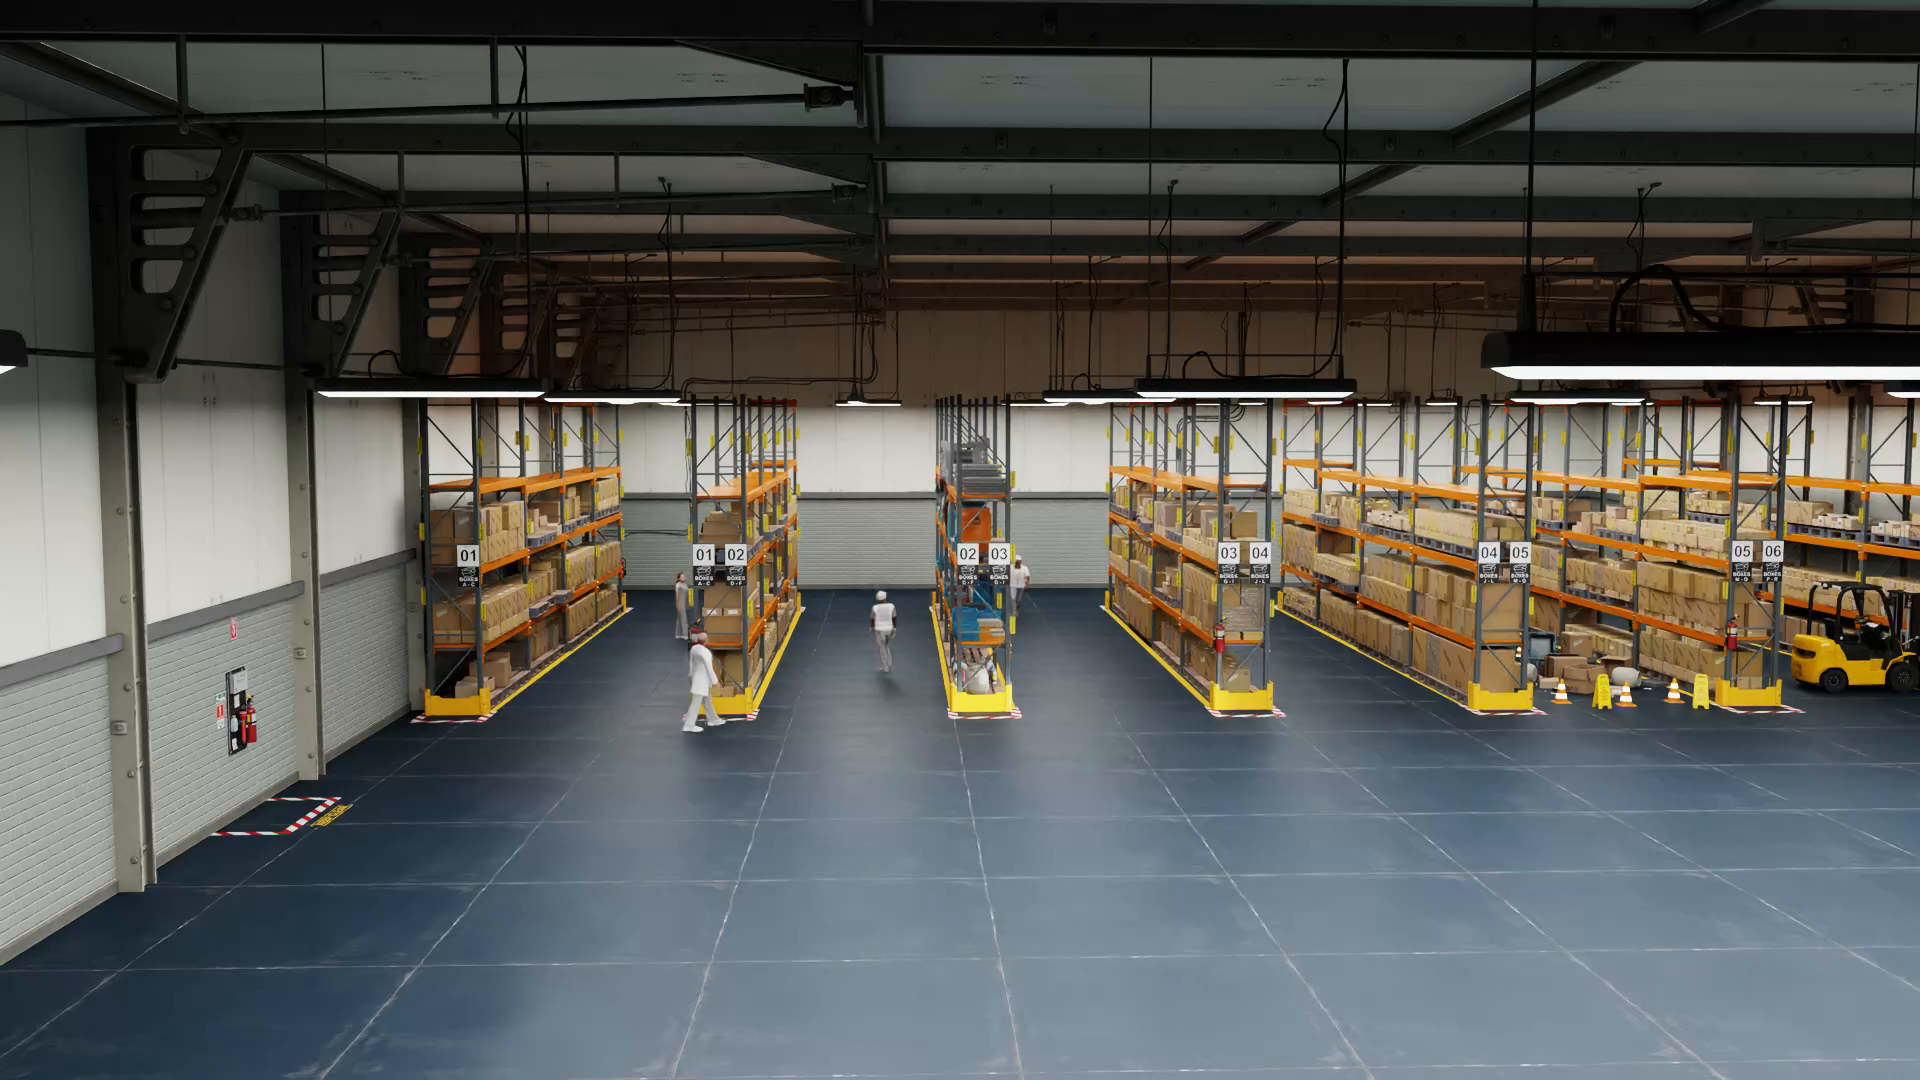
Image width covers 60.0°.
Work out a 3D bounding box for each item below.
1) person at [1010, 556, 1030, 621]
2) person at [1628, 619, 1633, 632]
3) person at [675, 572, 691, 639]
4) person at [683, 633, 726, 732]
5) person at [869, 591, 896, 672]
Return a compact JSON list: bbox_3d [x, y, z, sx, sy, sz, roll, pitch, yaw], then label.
[{"bbox_3d":[1.572,1.293,45.495,0.655,1.747,0.994,0,5,-3],"label":"person"},{"bbox_3d":[16.432,1.639,40.729,0.494,1.820,0.597,3,5,35],"label":"person"},{"bbox_3d":[-6.830,1.633,41.403,0.575,1.664,0.485,0,5,6],"label":"person"},{"bbox_3d":[-4.551,2.505,29.677,0.866,1.745,0.679,-2,5,-21],"label":"person"},{"bbox_3d":[-1.717,1.994,36.110,0.562,1.806,0.586,-4,6,-43],"label":"person"}]
